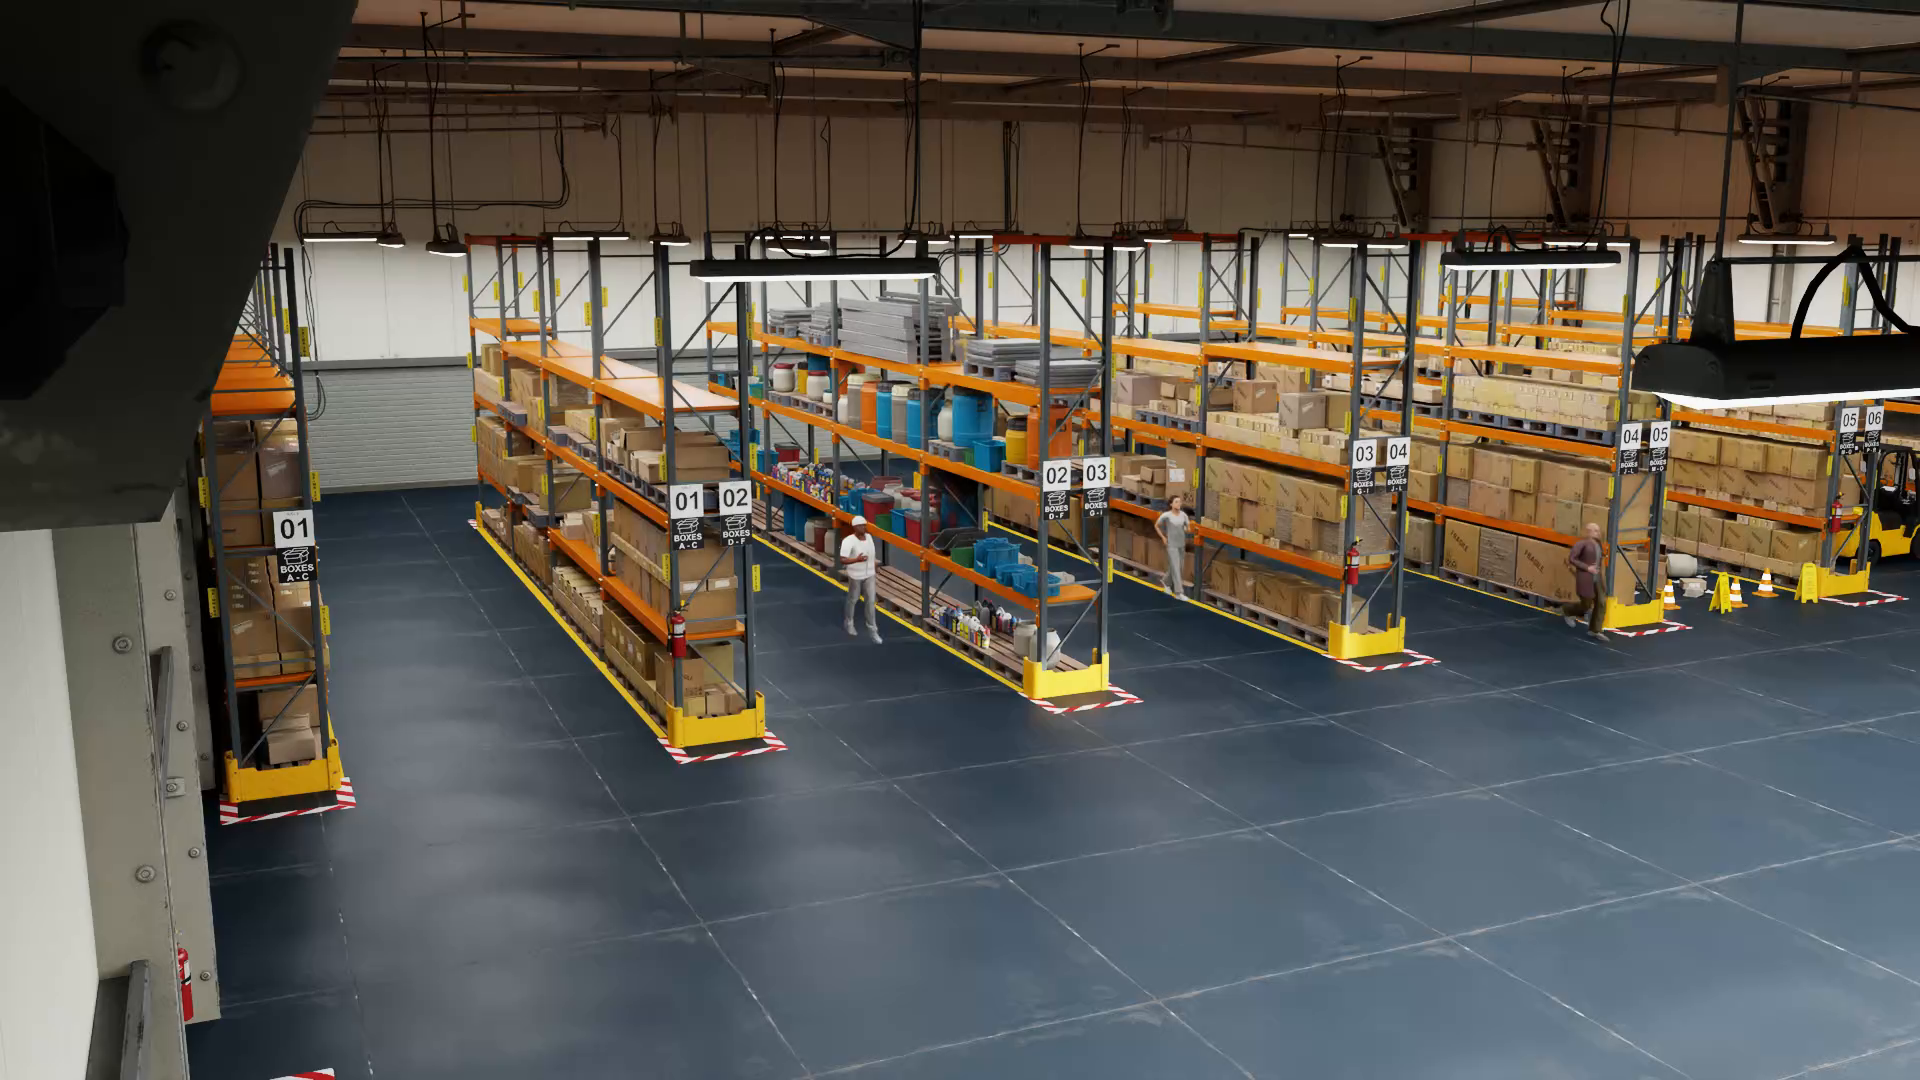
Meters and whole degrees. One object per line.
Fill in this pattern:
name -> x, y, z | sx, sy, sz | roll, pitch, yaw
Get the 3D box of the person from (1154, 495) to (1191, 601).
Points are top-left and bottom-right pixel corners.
person -> 3.451, 0.109, 26.655 | 0.575, 1.675, 0.861 | -6, 12, -26

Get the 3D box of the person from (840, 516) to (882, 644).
person -> -1.424, 0.553, 24.025 | 0.684, 1.827, 0.754 | -7, 13, -34

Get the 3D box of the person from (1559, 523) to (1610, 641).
person -> 9.584, 0.611, 25.422 | 0.752, 1.774, 0.894 | -6, 12, -26
